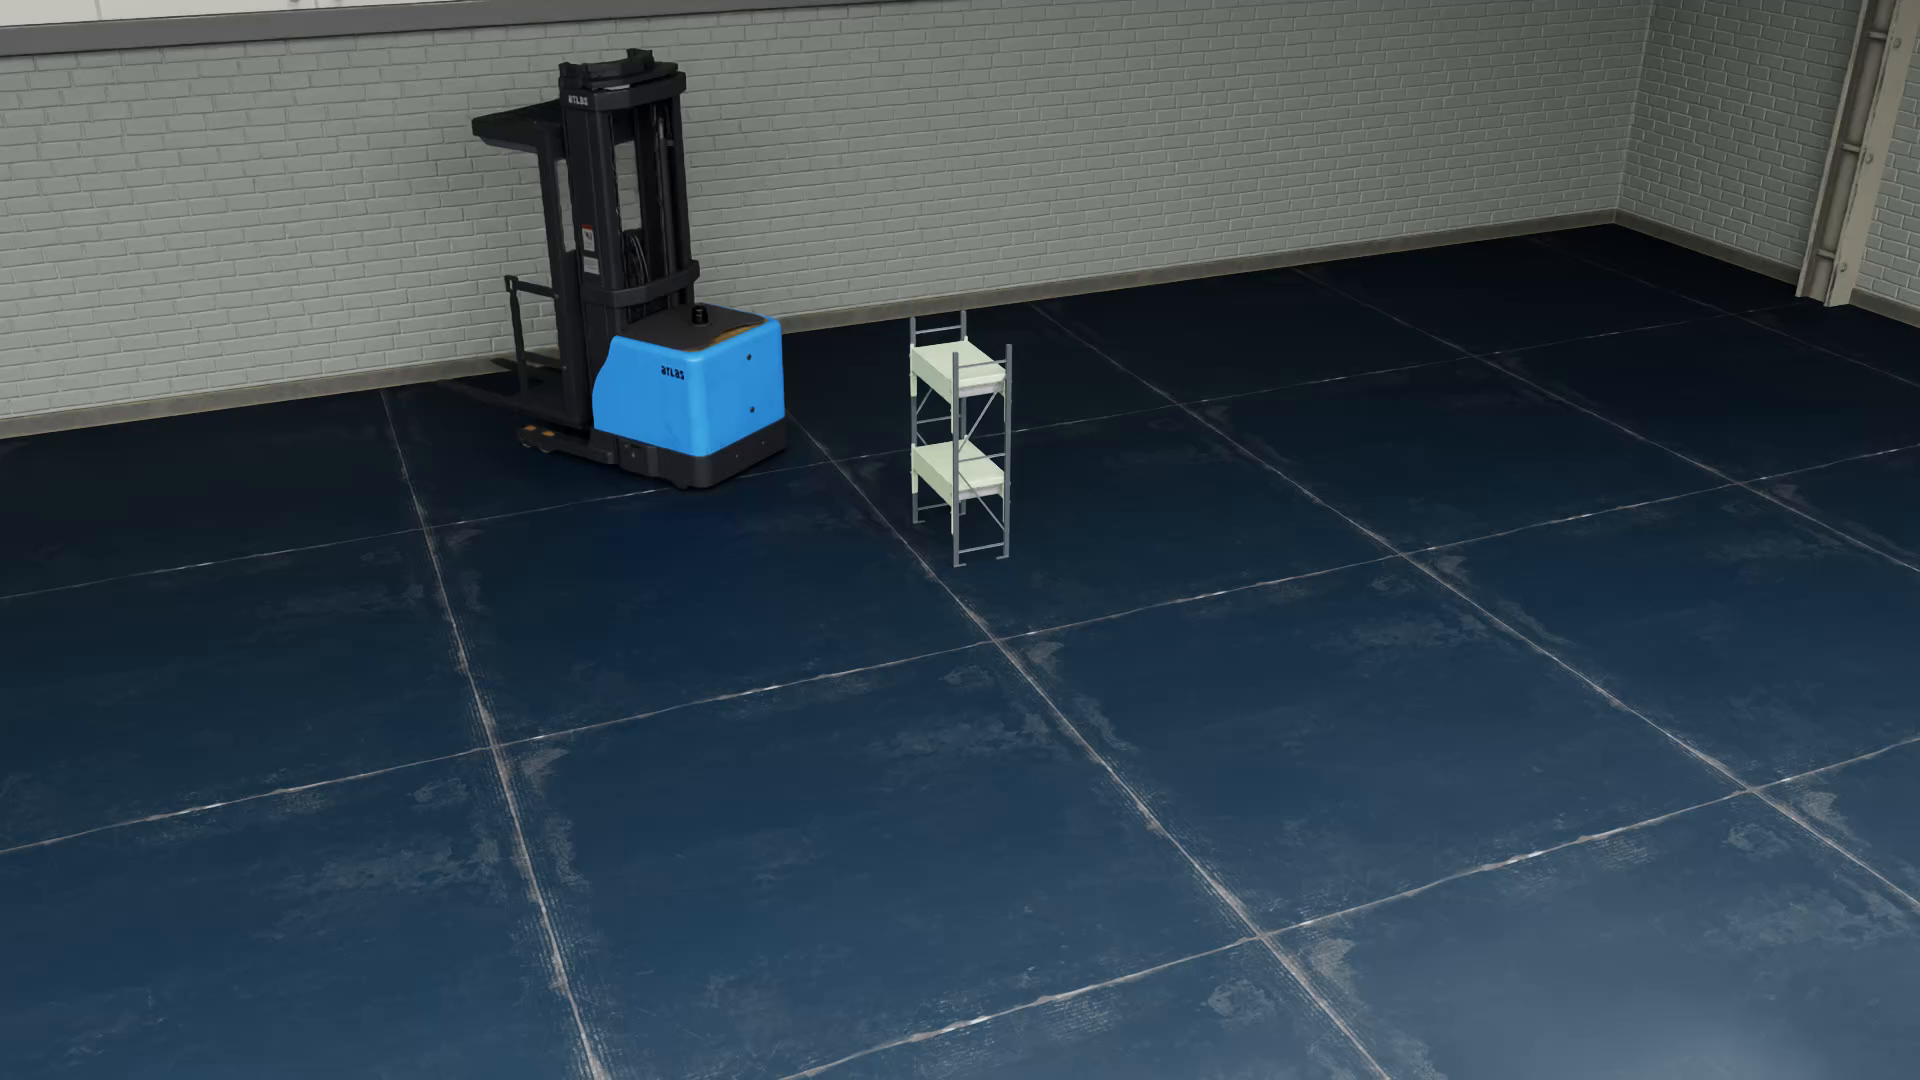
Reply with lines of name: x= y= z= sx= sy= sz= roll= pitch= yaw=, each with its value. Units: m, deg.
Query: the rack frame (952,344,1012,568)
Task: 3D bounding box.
rack frame: x=0.141 y=-0.529 z=10.770 sx=0.400 sy=1.500 sz=0.023 roll=-11 pitch=28 yaw=-21

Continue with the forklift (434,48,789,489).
forklift: x=-2.827 y=-2.163 z=12.486 sx=3.031 sy=2.935 sz=1.130 roll=16 pitch=30 yaw=29

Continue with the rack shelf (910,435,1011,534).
rack shelf: x=-0.003 y=-0.384 z=11.216 sx=0.431 sy=0.370 sz=0.720 roll=-11 pitch=28 yaw=-21

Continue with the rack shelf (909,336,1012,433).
rack shelf: x=-0.003 y=-1.027 z=10.901 sx=0.431 sy=0.370 sz=0.720 roll=-11 pitch=28 yaw=-21

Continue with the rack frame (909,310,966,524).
rack frame: x=-0.146 y=-0.824 z=11.375 sx=0.400 sy=1.500 sz=0.023 roll=-11 pitch=28 yaw=-21

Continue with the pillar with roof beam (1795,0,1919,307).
pillar with roof beam: x=4.443 y=-5.650 z=12.711 sx=9.100 sy=9.000 sz=0.400 roll=-11 pitch=28 yaw=-21

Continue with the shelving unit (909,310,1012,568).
shelving unit: x=-0.003 y=-0.677 z=11.073 sx=0.431 sy=1.500 sz=0.755 roll=-11 pitch=28 yaw=-21
